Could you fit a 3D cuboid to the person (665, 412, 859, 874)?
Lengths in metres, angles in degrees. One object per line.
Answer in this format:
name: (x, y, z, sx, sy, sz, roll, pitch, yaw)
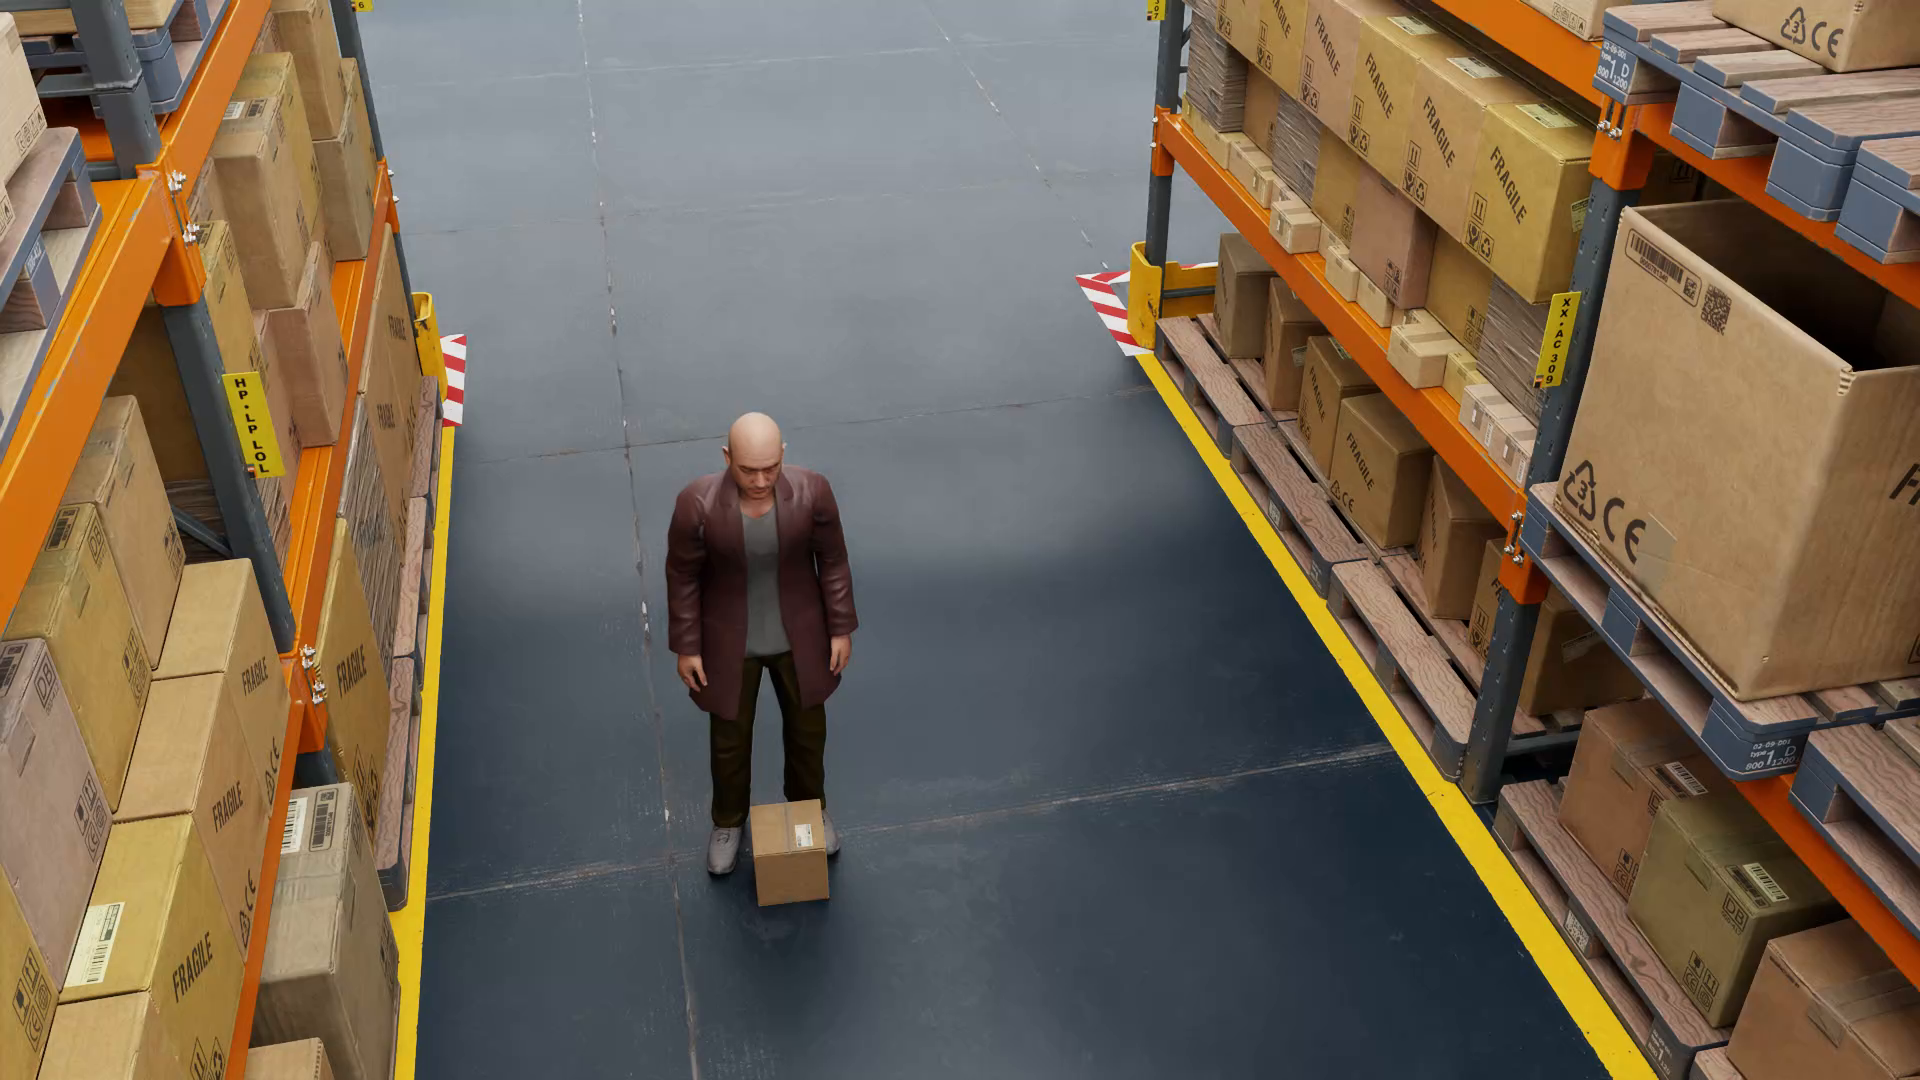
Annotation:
person: (-0.665, 0.337, 5.654, 0.643, 1.774, 0.424, -7, 35, -10)
